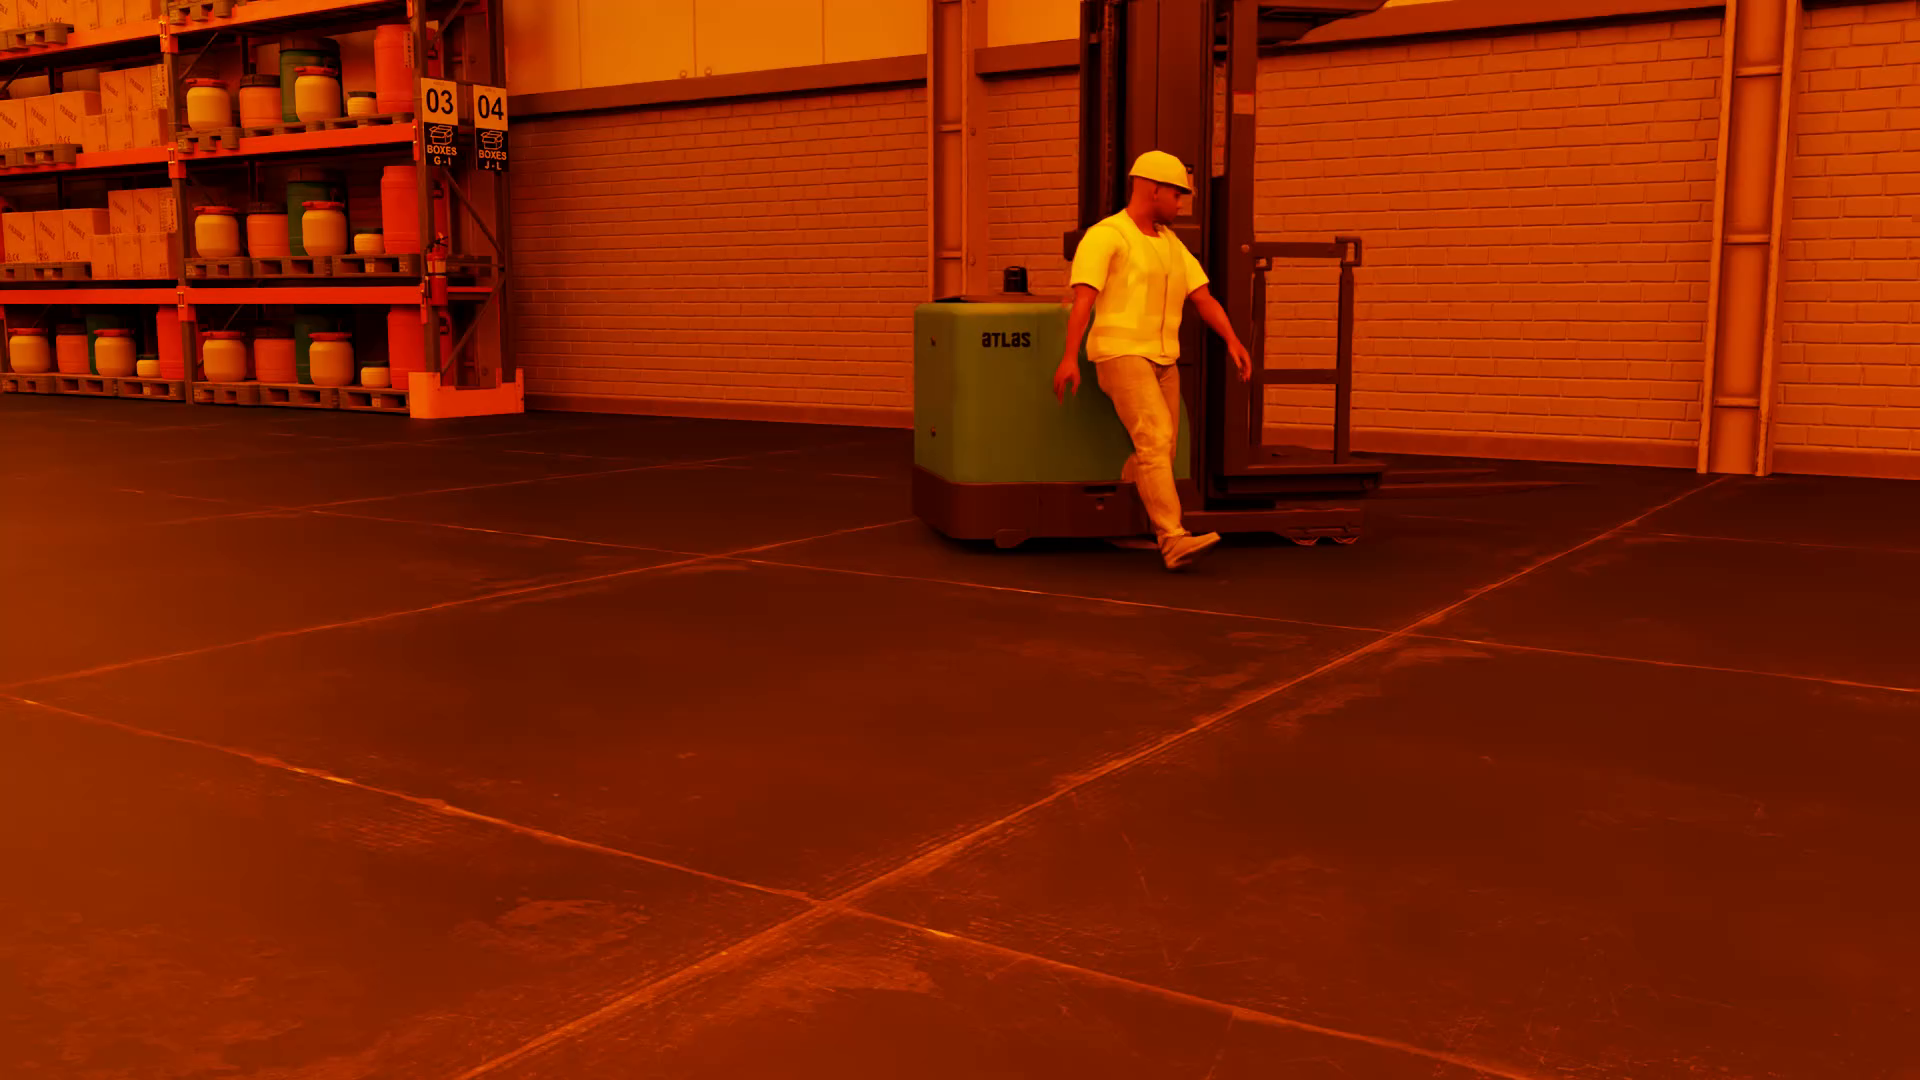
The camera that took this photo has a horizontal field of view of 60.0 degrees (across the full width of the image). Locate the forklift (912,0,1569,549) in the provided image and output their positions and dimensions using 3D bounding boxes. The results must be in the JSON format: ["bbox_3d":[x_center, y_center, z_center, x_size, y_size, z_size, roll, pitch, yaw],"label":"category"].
[{"bbox_3d":[1.341,-1.496,7.711,3.031,2.935,1.130,-2,8,-12],"label":"forklift"}]

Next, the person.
[{"bbox_3d":[0.799,-0.730,6.860,0.926,1.736,0.752,7,11,43],"label":"person"}]
